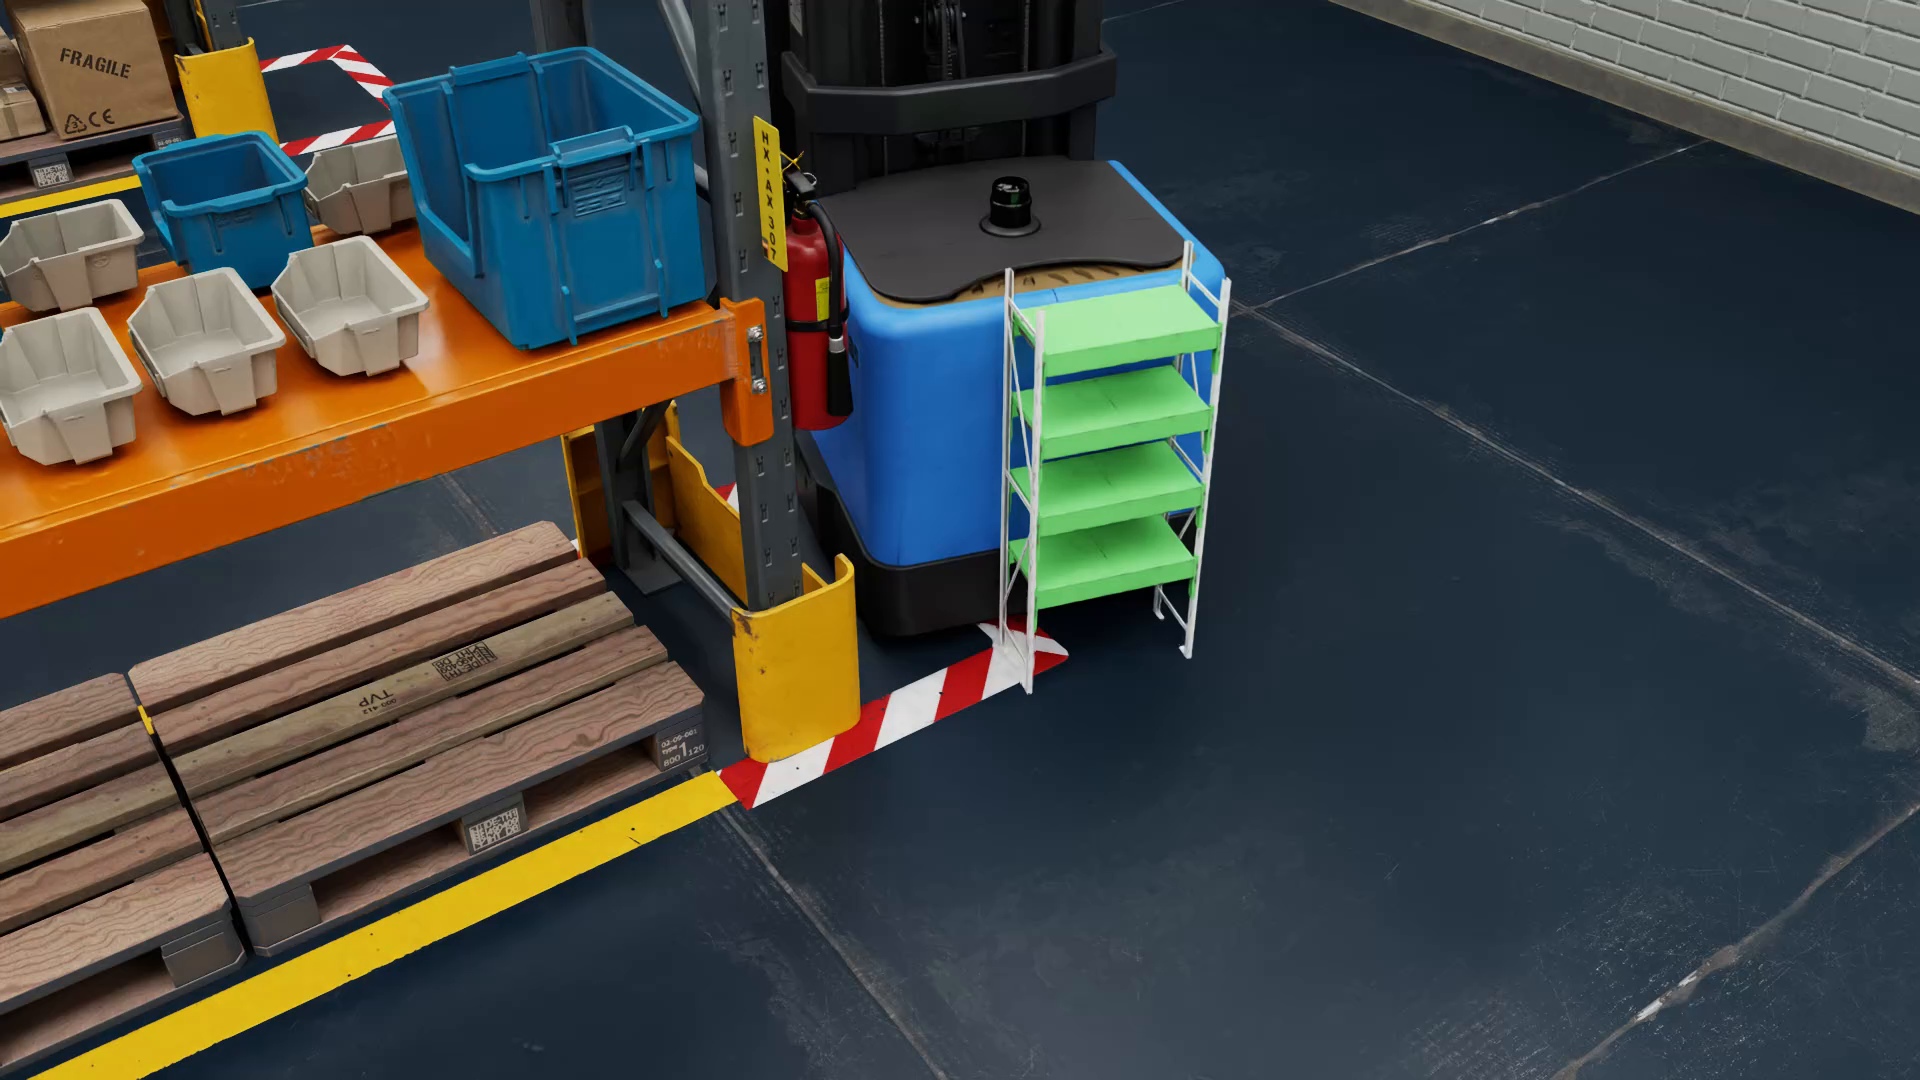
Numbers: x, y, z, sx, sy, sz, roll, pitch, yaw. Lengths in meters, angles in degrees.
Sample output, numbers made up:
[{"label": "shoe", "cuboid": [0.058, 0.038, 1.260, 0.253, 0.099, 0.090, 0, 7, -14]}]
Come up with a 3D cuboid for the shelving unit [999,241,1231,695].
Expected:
[{"label": "shelving unit", "cuboid": [0.389, -0.167, 4.455, 0.503, 1.200, 0.258, -11, 37, -15]}]

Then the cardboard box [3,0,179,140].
[{"label": "cardboard box", "cuboid": [-3.889, -2.160, 7.448, 0.500, 0.500, 0.500, -22, 41, -28]}]

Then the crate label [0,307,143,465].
[{"label": "crate label", "cuboid": [-1.757, -0.292, 3.261, 0.243, 0.136, 0.396, -22, 41, -28]}]

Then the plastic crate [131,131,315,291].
[{"label": "plastic crate", "cuboid": [-1.666, -0.740, 3.802, 0.300, 0.233, 0.416, -22, 41, -28]}]

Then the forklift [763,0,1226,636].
[{"label": "forklift", "cuboid": [-0.208, -1.775, 5.208, 1.130, 2.935, 3.031, -11, 37, -15]}]

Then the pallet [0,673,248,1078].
[{"label": "pallet", "cuboid": [-2.429, 0.868, 3.863, 1.213, 0.211, 1.003, -22, 41, -28]}]

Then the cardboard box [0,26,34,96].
[{"label": "cardboard box", "cuboid": [-4.603, -2.143, 7.639, 0.500, 0.250, 0.500, -22, 41, -28]}]

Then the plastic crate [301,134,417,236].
[{"label": "plastic crate", "cuboid": [-1.438, -0.854, 4.043, 0.298, 0.136, 0.250, -22, 41, -28]}]

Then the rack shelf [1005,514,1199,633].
[{"label": "rack shelf", "cuboid": [0.389, 0.079, 4.632, 0.480, 0.148, 0.258, -11, 37, -15]}]

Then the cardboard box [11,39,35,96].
[{"label": "cardboard box", "cuboid": [-4.331, -2.264, 7.879, 0.250, 0.166, 0.380, -22, 41, -28]}]

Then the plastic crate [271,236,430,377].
[{"label": "plastic crate", "cuboid": [-1.299, -0.488, 3.534, 0.243, 0.136, 0.396, -22, 41, -28]}]

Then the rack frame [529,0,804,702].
[{"label": "rack frame", "cuboid": [-0.736, -0.931, 3.976, 0.127, 3.000, 1.000, -22, 41, -28]}]

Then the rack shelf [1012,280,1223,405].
[{"label": "rack shelf", "cuboid": [0.389, -0.505, 4.212, 0.480, 0.148, 0.258, -11, 37, -15]}]

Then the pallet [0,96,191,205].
[{"label": "pallet", "cuboid": [-4.300, -1.870, 7.670, 1.213, 0.211, 1.003, -22, 41, -28]}]

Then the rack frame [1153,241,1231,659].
[{"label": "rack frame", "cuboid": [0.620, -0.213, 4.518, 0.015, 1.200, 0.240, -11, 37, -15]}]

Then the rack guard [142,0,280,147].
[{"label": "rack guard", "cuboid": [-3.649, -2.256, 7.959, 0.348, 0.500, 1.175, -22, 41, -28]}]

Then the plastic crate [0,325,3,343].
[{"label": "plastic crate", "cuboid": [-2.204, -0.519, 3.494, 0.300, 0.233, 0.416, -22, 41, -28]}]

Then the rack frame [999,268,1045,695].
[{"label": "rack frame", "cuboid": [0.158, -0.122, 4.392, 0.015, 1.200, 0.240, -11, 37, -15]}]

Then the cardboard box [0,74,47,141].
[{"label": "cardboard box", "cuboid": [-4.272, -1.931, 7.416, 0.250, 0.166, 0.380, -22, 41, -28]}]

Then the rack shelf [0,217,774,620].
[{"label": "rack shelf", "cuboid": [-2.371, 0.034, 3.250, 4.000, 0.370, 1.077, -22, 41, -28]}]

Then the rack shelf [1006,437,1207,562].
[{"label": "rack shelf", "cuboid": [0.389, -0.115, 4.492, 0.480, 0.148, 0.258, -11, 37, -15]}]

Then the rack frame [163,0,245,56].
[{"label": "rack frame", "cuboid": [-3.587, -3.297, 7.264, 0.127, 3.000, 1.000, -22, 41, -28]}]

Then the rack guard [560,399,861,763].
[{"label": "rack guard", "cuboid": [-0.724, 0.069, 4.725, 0.348, 0.500, 1.175, -22, 41, -28]}]

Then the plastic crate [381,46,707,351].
[{"label": "plastic crate", "cuboid": [-0.902, -0.768, 3.667, 0.499, 0.435, 0.616, -22, 41, -28]}]

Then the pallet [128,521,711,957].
[{"label": "pallet", "cuboid": [-1.433, 0.460, 4.430, 1.213, 0.211, 1.003, -22, 41, -28]}]

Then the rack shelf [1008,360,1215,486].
[{"label": "rack shelf", "cuboid": [0.389, -0.310, 4.352, 0.480, 0.148, 0.258, -11, 37, -15]}]

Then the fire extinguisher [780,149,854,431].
[{"label": "fire extinguisher", "cuboid": [-0.351, -0.582, 3.876, 0.183, 0.674, 0.296, -22, 41, -28]}]

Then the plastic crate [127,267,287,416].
[{"label": "plastic crate", "cuboid": [-1.544, -0.397, 3.408, 0.243, 0.136, 0.396, -22, 41, -28]}]

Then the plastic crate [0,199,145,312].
[{"label": "plastic crate", "cuboid": [-1.992, -0.626, 3.726, 0.298, 0.136, 0.250, -22, 41, -28]}]

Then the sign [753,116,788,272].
[{"label": "sign", "cuboid": [-0.406, -0.740, 3.571, 0.005, 0.325, 0.100, -22, 41, -28]}]
